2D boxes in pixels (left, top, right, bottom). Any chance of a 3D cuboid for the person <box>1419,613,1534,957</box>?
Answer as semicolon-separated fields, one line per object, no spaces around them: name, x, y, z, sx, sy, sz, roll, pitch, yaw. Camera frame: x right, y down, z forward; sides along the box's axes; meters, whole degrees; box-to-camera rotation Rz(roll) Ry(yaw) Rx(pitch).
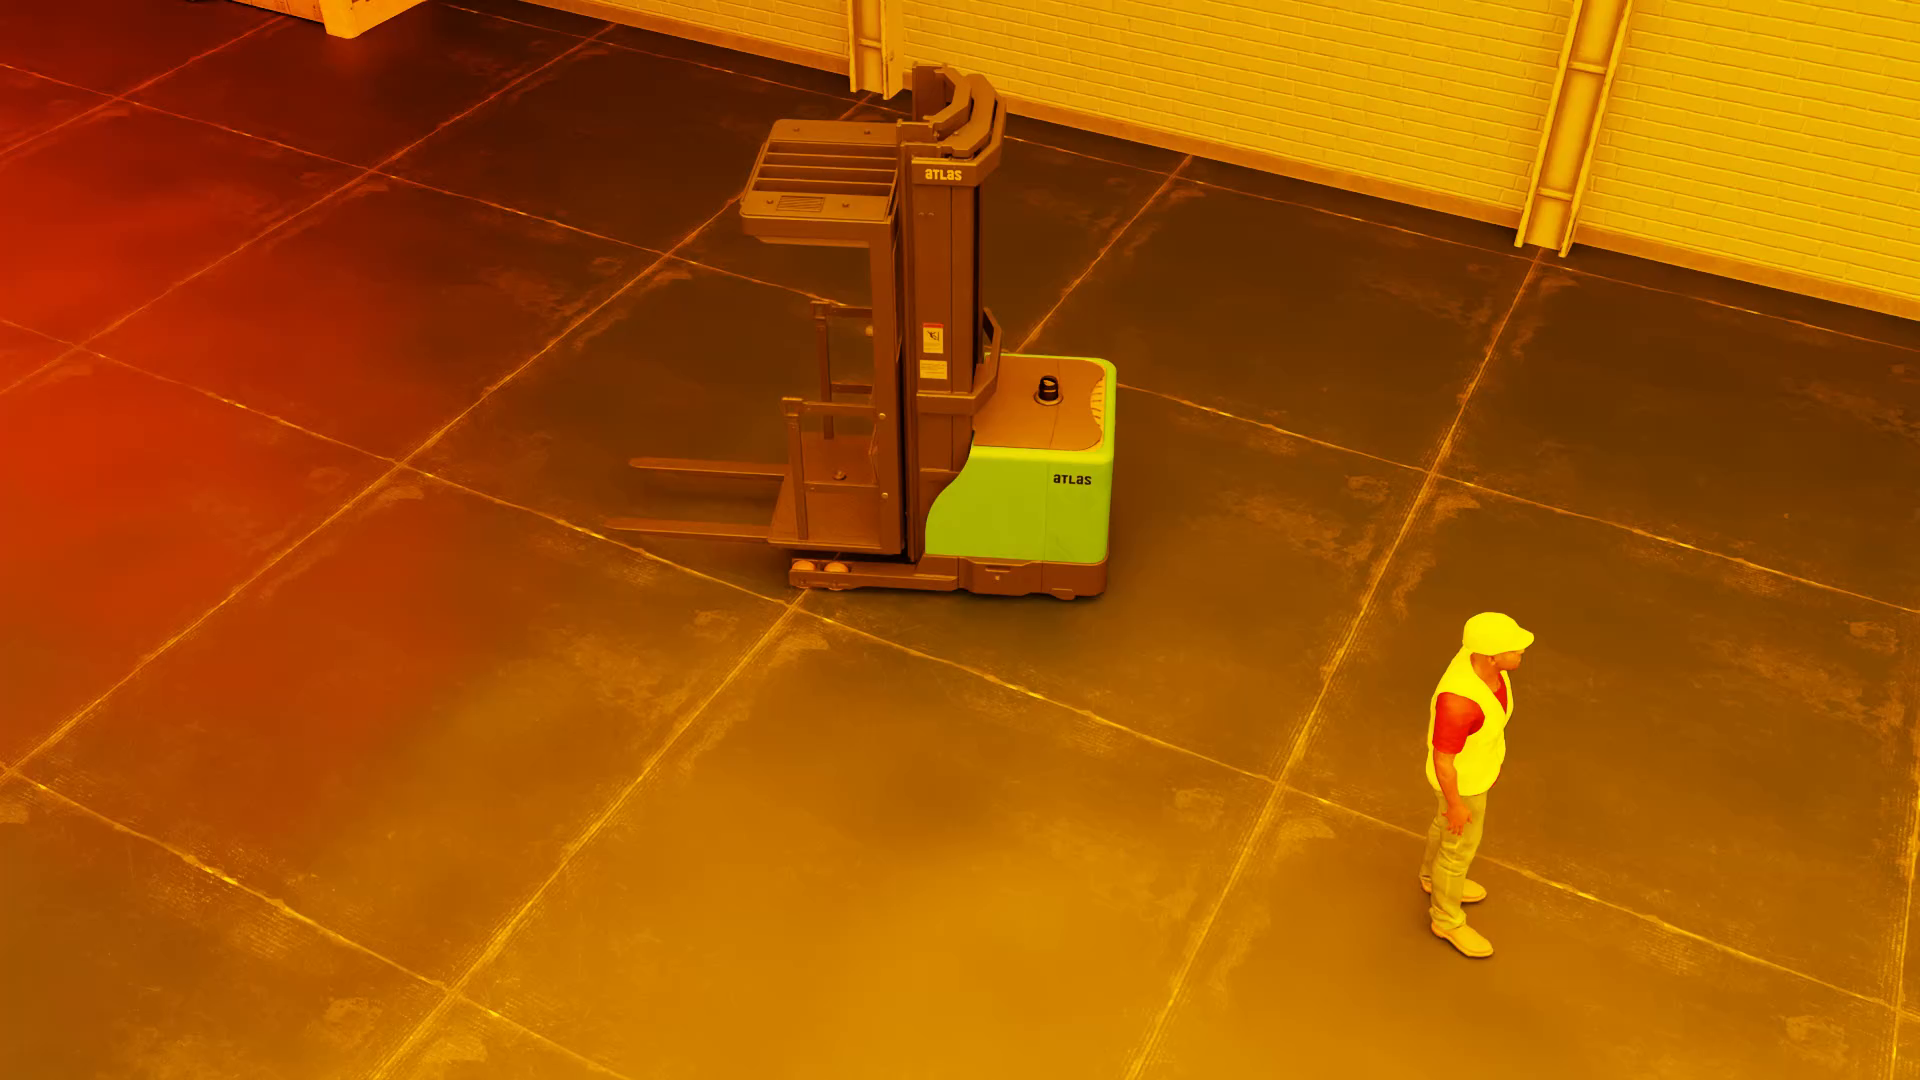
person;2.391;1.067;7.612;0.577;1.765;0.666;19;44;21

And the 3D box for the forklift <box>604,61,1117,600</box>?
forklift;-0.606;-1.157;9.360;3.031;2.935;1.130;3;40;4
